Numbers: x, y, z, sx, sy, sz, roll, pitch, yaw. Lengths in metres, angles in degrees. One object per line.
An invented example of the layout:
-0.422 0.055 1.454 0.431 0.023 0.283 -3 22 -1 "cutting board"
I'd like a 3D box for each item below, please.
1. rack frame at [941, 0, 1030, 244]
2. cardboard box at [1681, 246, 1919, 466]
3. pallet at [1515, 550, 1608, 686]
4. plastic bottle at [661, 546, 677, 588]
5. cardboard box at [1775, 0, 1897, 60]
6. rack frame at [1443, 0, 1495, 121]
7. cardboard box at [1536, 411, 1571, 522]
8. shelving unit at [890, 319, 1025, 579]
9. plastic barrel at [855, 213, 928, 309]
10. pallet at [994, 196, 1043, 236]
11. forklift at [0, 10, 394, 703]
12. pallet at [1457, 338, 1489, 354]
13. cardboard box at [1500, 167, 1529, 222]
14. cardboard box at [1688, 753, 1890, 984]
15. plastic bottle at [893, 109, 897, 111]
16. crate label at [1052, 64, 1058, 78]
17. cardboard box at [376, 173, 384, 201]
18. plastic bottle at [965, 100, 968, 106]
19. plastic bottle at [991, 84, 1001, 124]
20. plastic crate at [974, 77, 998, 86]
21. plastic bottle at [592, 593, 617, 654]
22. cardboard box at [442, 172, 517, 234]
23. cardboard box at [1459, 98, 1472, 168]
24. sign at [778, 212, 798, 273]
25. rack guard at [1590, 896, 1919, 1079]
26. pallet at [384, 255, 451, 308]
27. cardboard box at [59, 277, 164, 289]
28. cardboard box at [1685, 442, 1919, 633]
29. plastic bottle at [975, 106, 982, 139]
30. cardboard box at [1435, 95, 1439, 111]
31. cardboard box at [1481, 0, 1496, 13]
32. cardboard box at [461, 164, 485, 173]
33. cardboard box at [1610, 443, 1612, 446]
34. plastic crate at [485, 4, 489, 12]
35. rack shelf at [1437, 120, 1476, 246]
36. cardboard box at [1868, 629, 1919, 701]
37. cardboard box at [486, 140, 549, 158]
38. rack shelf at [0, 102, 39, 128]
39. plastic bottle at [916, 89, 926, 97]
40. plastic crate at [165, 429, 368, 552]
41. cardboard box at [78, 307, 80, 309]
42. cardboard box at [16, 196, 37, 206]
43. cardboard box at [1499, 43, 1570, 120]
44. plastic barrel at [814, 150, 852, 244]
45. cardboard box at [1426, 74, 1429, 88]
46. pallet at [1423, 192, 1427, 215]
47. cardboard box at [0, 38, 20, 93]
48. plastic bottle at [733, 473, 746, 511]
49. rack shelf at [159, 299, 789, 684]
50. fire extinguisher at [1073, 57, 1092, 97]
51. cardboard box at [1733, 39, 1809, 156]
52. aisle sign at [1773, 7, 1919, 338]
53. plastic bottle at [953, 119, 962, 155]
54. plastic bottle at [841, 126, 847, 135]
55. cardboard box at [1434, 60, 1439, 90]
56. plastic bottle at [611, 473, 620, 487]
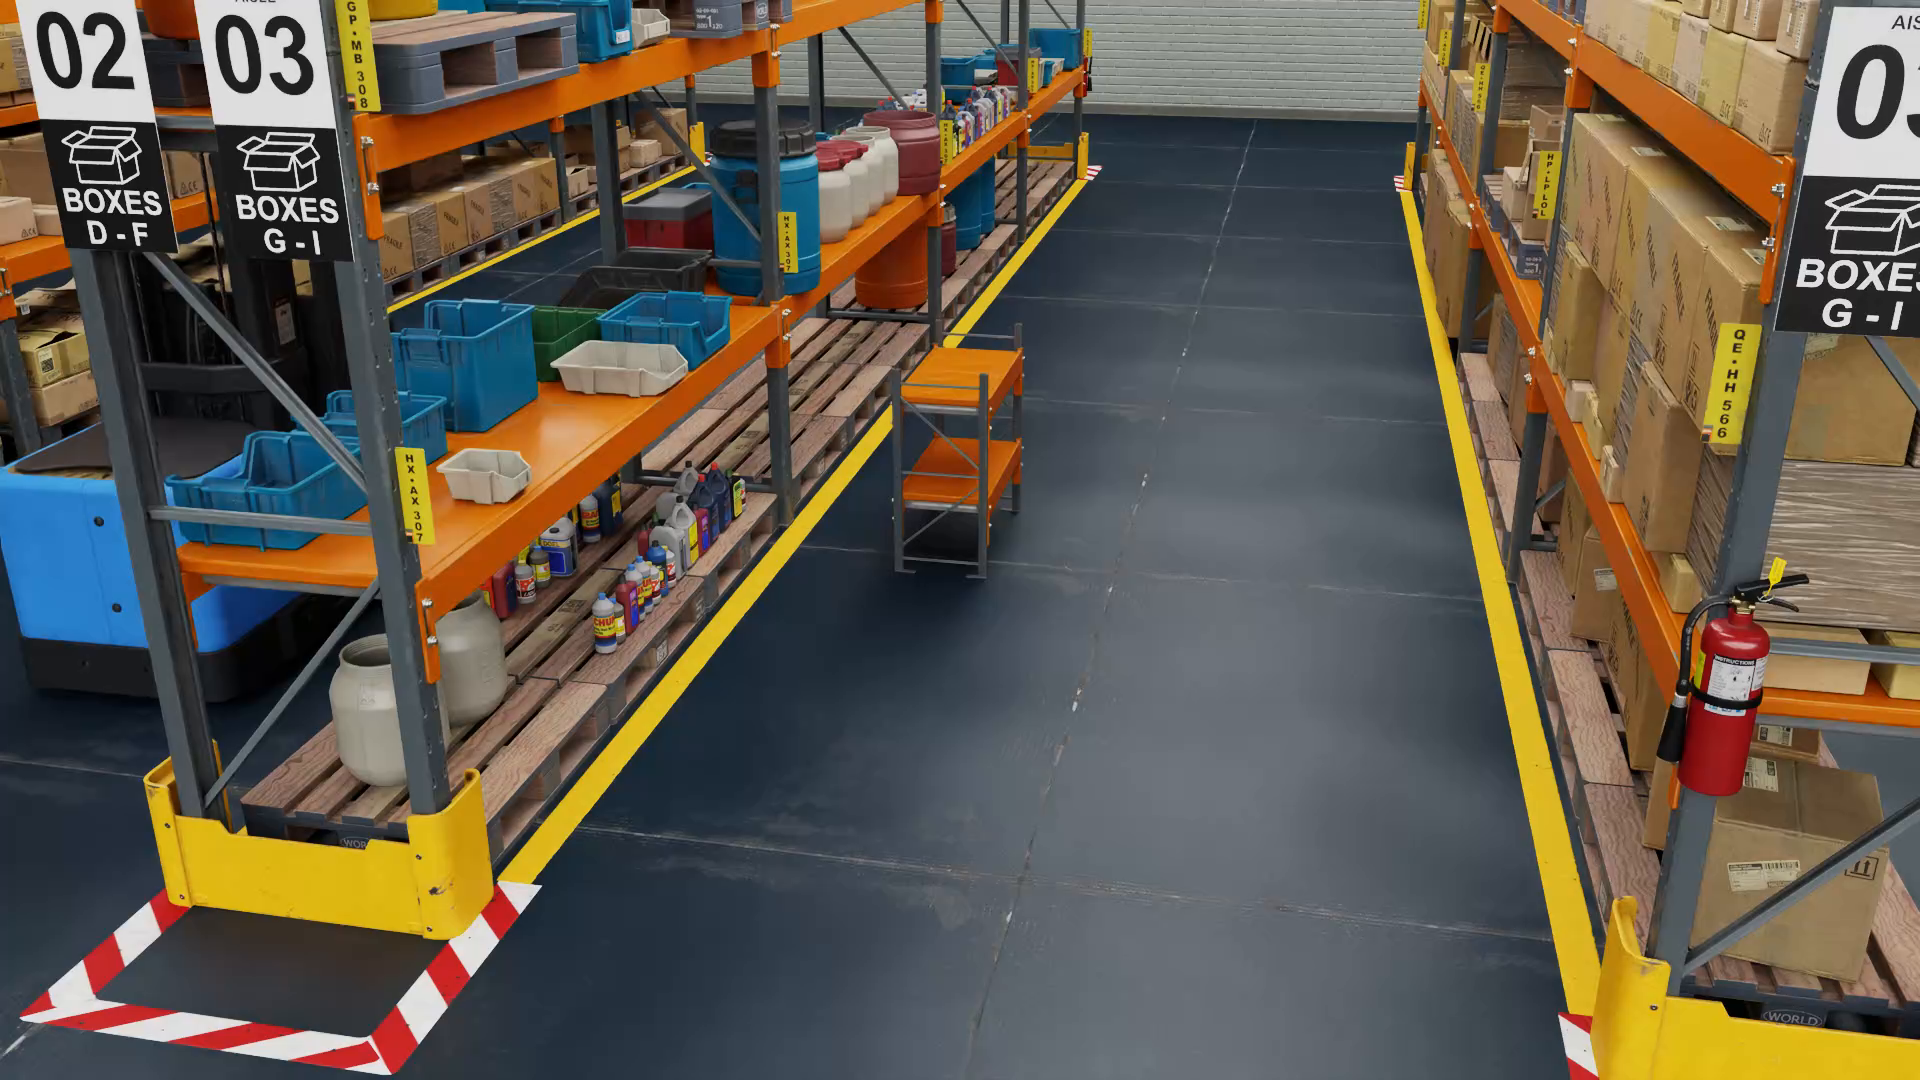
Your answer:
0.171 -4.443 16.370 1.000 3.000 0.127 4 22 11 "rack frame"
2.441 -0.545 4.821 0.500 0.500 0.500 4 22 11 "cardboard box"
3.285 0.402 8.072 1.003 0.211 1.213 4 22 11 "pallet"
-1.450 0.127 8.180 0.097 0.201 0.097 0 22 0 "plastic bottle"
2.322 -1.309 4.240 0.380 0.149 0.250 4 22 11 "cardboard box"
5.020 -4.065 15.433 1.000 3.000 0.127 4 22 11 "rack frame"
3.534 -0.407 9.106 0.700 0.500 0.500 3 22 7 "cardboard box"
0.001 -0.524 9.150 0.538 1.125 1.048 4 22 11 "shelving unit"
-0.562 -2.348 13.512 0.600 0.830 0.708 4 22 11 "plastic barrel"
0.283 -3.421 17.566 1.003 0.211 1.213 4 22 11 "pallet"
-3.476 -1.156 8.302 1.130 2.935 3.031 4 22 10 "forklift"
4.438 -1.592 13.023 1.003 0.211 1.213 4 22 11 "pallet"
3.636 -2.132 10.271 0.500 0.250 0.500 4 22 9 "cardboard box"
2.715 1.061 5.488 0.500 0.500 0.500 9 24 21 "cardboard box"
-0.568 -3.581 14.386 0.061 0.283 0.133 4 22 11 "plastic bottle"
0.892 -5.291 18.748 0.396 0.136 0.243 4 22 11 "crate label"
-5.525 -3.132 14.869 0.500 0.250 0.500 5 23 13 "cardboard box"
0.076 -3.850 15.070 0.097 0.271 0.097 0 22 0 "plastic bottle"
0.304 -4.059 15.483 0.144 0.351 0.185 4 22 11 "plastic bottle"
0.136 -4.773 17.477 0.437 0.125 0.590 4 22 11 "plastic crate"
-1.603 0.368 7.488 0.097 0.271 0.097 0 22 0 "plastic bottle"
-4.709 -3.301 16.291 0.500 0.500 0.500 5 22 12 "cardboard box"
4.272 -3.220 13.200 0.500 0.500 0.500 4 22 9 "cardboard box"
-0.925 -1.600 8.940 0.100 0.325 0.005 4 22 11 "sign"
2.587 1.455 5.072 1.175 0.500 0.348 4 22 11 "rack guard"
-5.304 -2.336 14.870 1.003 0.211 1.213 4 22 11 "pallet"
-6.197 -1.802 12.181 0.500 0.311 0.500 4 22 10 "cardboard box"
2.710 -0.060 4.956 0.875 0.500 0.500 4 22 11 "cardboard box"
0.152 -3.680 14.632 0.061 0.283 0.133 4 22 11 "plastic bottle"
4.866 -4.273 16.285 0.380 0.149 0.250 4 22 10 "cardboard box"
5.994 -5.746 18.405 0.500 0.500 0.500 5 22 12 "cardboard box"
-5.113 -3.512 16.816 0.500 0.500 0.500 5 22 12 "cardboard box"
2.749 -0.323 6.476 0.380 0.149 0.250 4 22 11 "cardboard box"
-2.050 -2.254 7.203 0.336 0.188 0.450 4 22 11 "plastic crate"
4.612 -3.000 13.751 1.077 0.370 4.000 4 22 11 "rack shelf"
2.863 0.354 4.796 0.380 0.149 0.250 4 22 11 "cardboard box"
-4.839 -4.096 18.267 0.500 0.500 0.500 4 22 11 "cardboard box"
-9.936 -4.133 16.563 1.077 0.370 4.000 4 22 11 "rack shelf"
-0.371 -4.111 15.713 0.152 0.276 0.135 4 22 11 "plastic bottle"
-2.468 -0.191 6.012 0.499 0.251 0.616 4 22 11 "plastic crate"
-5.770 -1.580 11.629 0.500 0.311 0.500 4 22 9 "cardboard box"
-6.310 -2.169 10.905 0.396 0.266 0.258 4 22 10 "cardboard box"
4.369 -3.380 12.255 0.797 0.503 0.637 5 23 13 "cardboard box"
-0.902 -2.182 10.573 0.433 0.535 0.433 0 22 0 "plastic barrel"
5.233 -4.931 17.918 0.380 0.149 0.250 4 22 10 "cardboard box"
5.498 -3.491 17.740 1.003 0.211 1.213 4 22 11 "pallet"
-9.677 -4.650 16.326 0.500 0.500 0.500 5 22 12 "cardboard box"
-1.230 -0.267 9.158 0.097 0.201 0.097 0 22 0 "plastic bottle"
-1.869 -0.452 7.424 1.077 0.370 4.000 4 22 11 "rack shelf"
1.463 -5.717 20.137 0.296 0.674 0.183 4 22 11 "fire extinguisher"
2.421 -1.194 4.489 0.500 0.250 0.500 5 22 12 "cardboard box"
2.265 -0.883 4.050 0.394 0.787 0.004 4 22 11 "aisle sign"
-0.027 -3.359 13.834 0.061 0.283 0.133 4 22 11 "plastic bottle"
-0.933 -3.191 13.417 0.061 0.283 0.133 4 22 11 "plastic bottle"
5.060 -4.691 16.790 0.500 0.250 0.500 5 22 12 "cardboard box"
-1.890 -0.250 9.006 0.061 0.283 0.133 4 22 11 "plastic bottle"
